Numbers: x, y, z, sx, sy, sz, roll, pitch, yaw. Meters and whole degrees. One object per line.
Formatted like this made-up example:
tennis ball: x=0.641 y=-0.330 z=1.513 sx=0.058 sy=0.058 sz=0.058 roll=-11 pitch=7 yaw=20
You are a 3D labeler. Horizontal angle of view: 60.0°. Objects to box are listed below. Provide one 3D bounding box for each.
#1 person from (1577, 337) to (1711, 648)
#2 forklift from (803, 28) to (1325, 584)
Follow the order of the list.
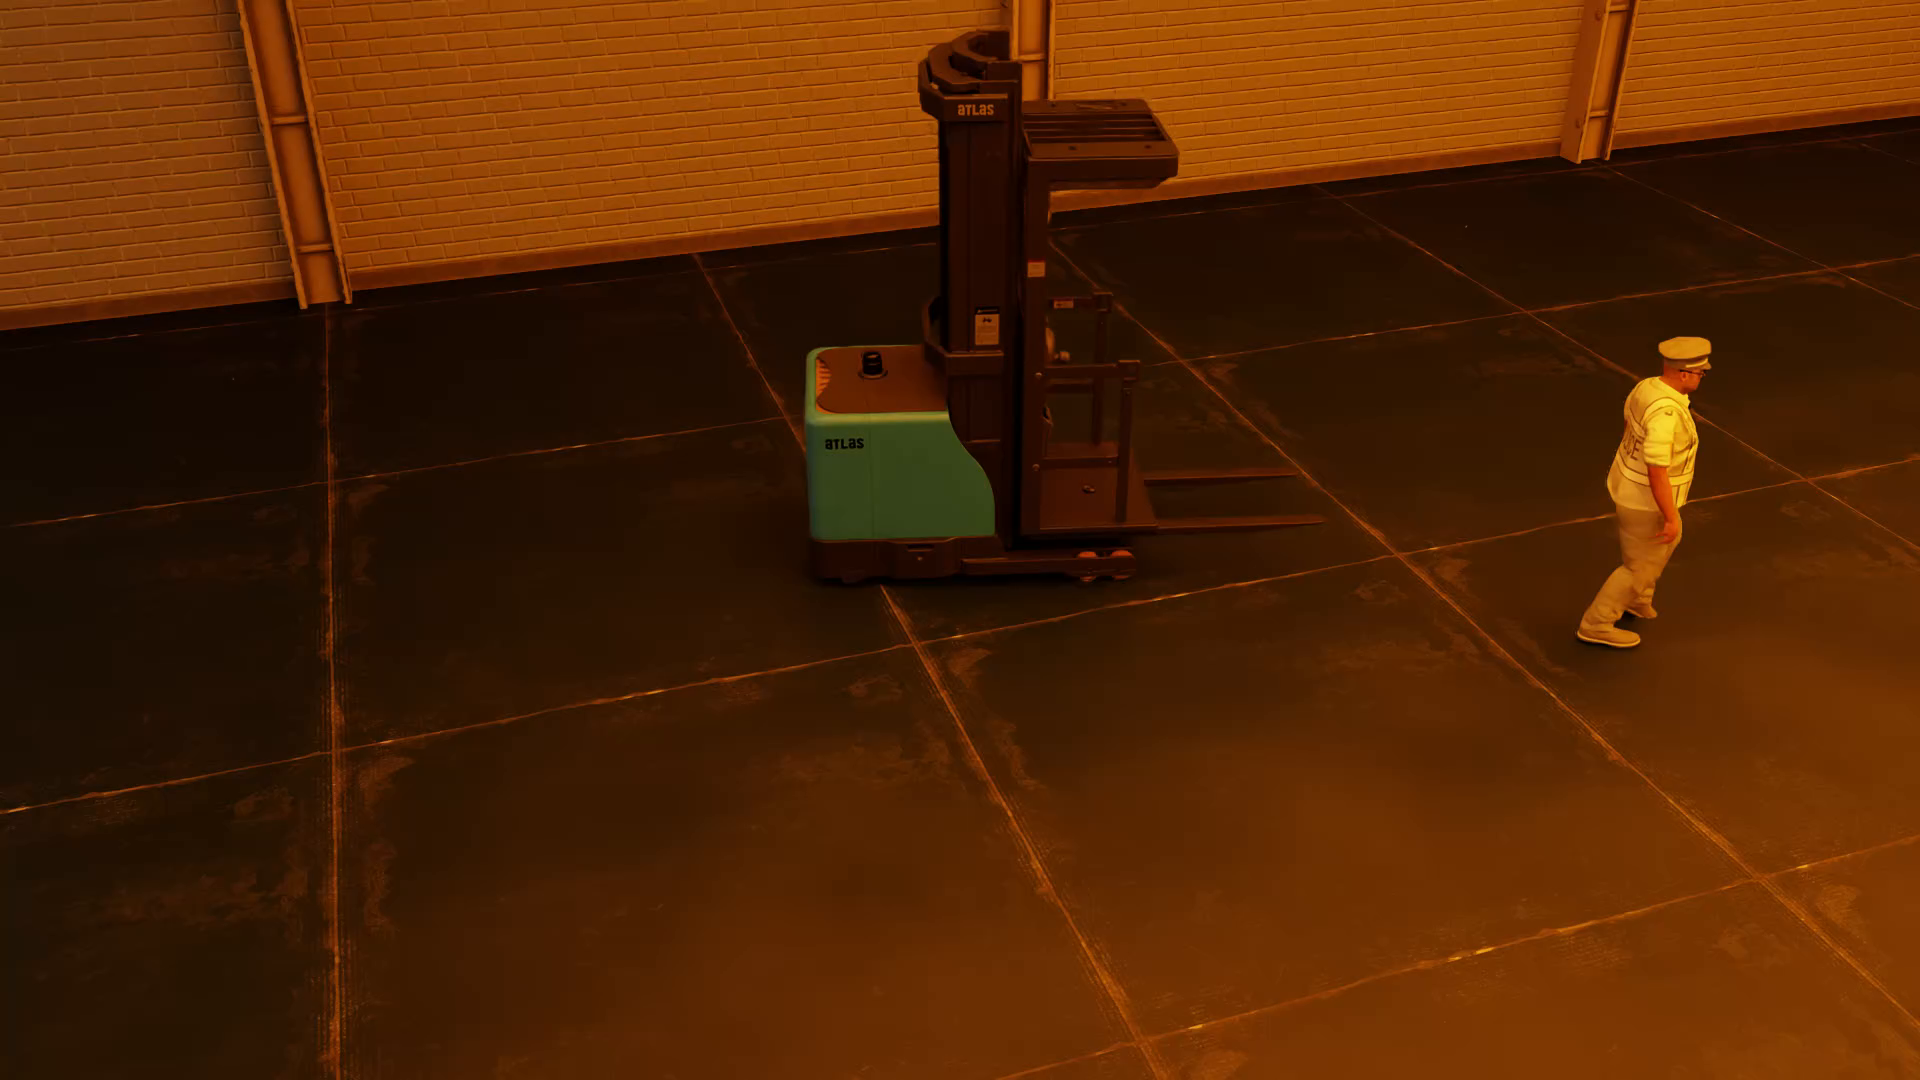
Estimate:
person: x=3.648 y=-0.203 z=8.720 sx=0.534 sy=1.810 sz=0.633 roll=5 pitch=30 yaw=9
forklift: x=0.614 y=-1.299 z=9.345 sx=3.031 sy=2.935 sz=1.130 roll=-2 pitch=30 yaw=-3
